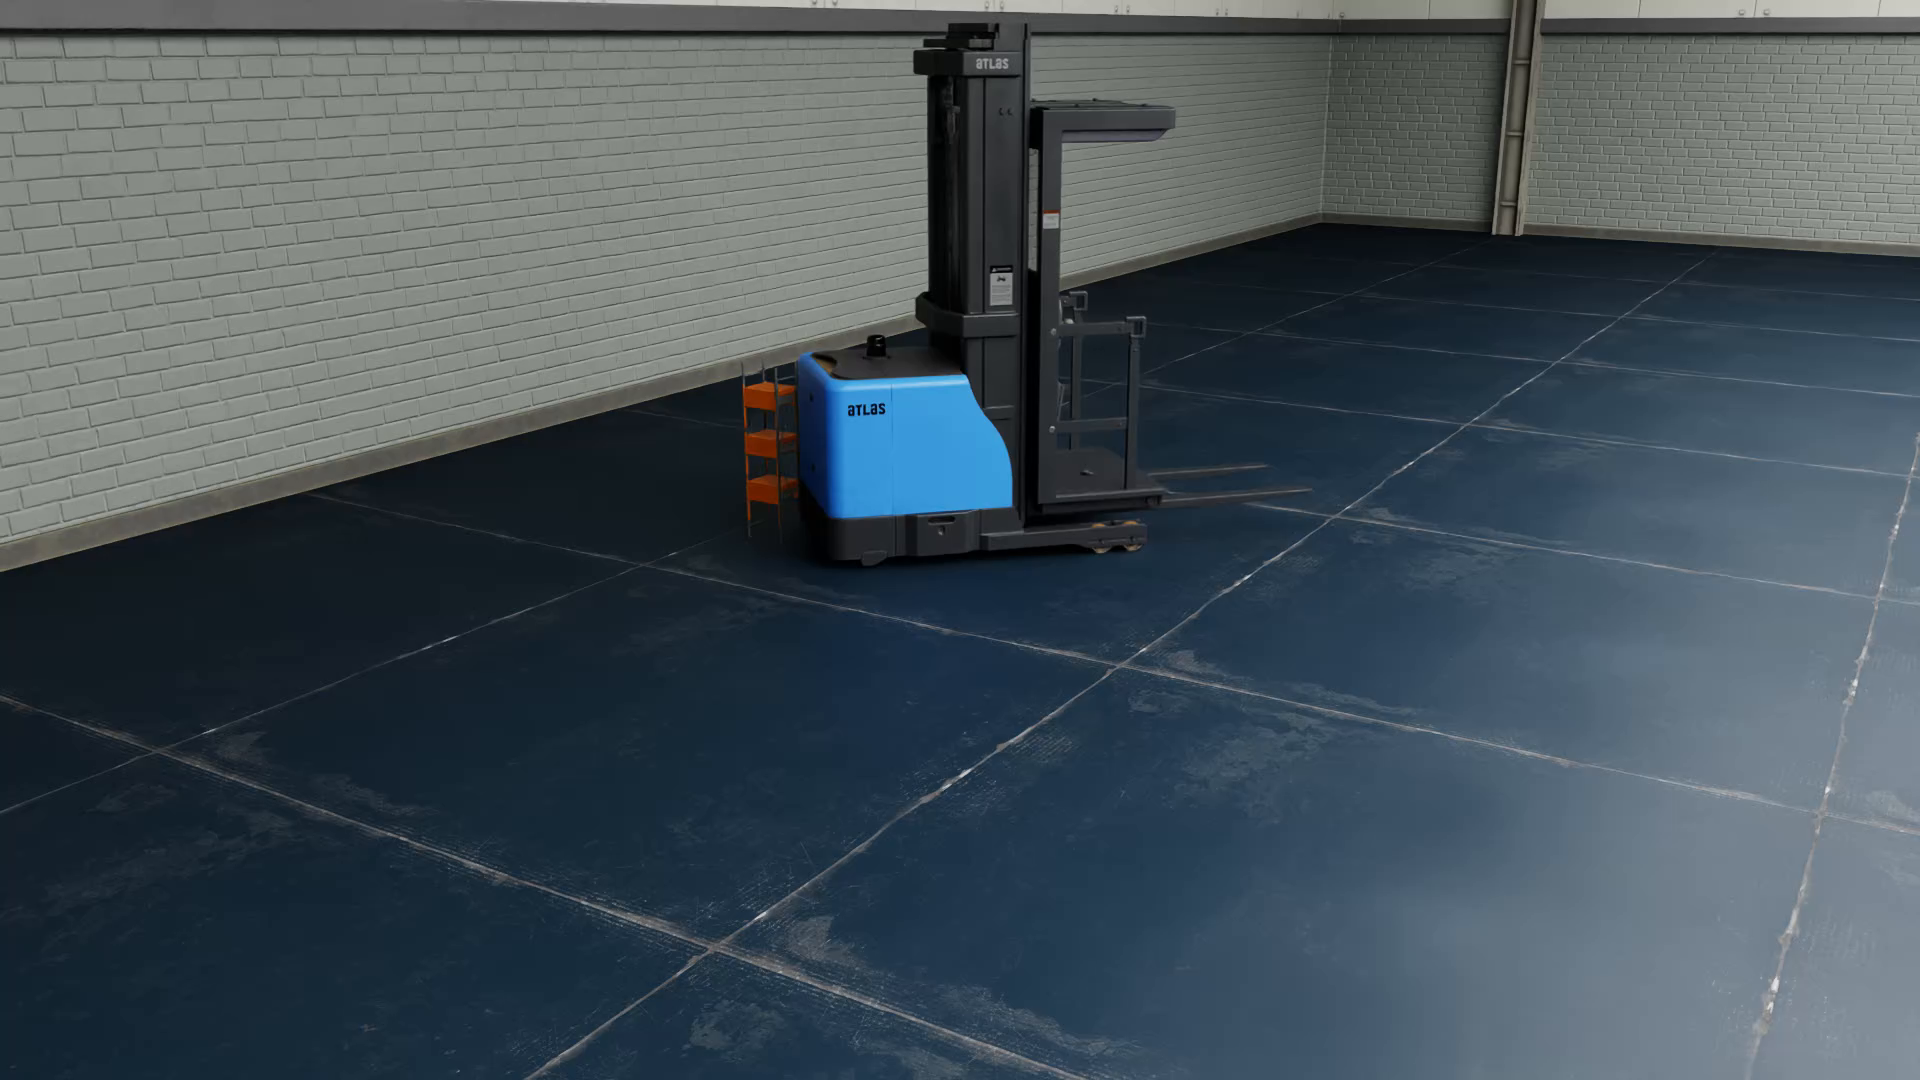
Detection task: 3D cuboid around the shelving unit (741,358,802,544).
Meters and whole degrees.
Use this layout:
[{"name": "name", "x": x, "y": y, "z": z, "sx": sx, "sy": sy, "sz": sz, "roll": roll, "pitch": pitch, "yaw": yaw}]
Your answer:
[{"name": "shelving unit", "x": -1.106, "y": -0.523, "z": 9.796, "sx": 0.252, "sy": 1.050, "sz": 0.215, "roll": 11, "pitch": 20, "yaw": 31}]

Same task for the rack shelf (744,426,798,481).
[{"name": "rack shelf", "x": -1.106, "y": -0.513, "z": 9.799, "sx": 0.240, "sy": 0.259, "sz": 0.215, "roll": 11, "pitch": 20, "yaw": 31}]

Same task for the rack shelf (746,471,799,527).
[{"name": "rack shelf", "x": -1.106, "y": -0.247, "z": 9.880, "sx": 0.240, "sy": 0.259, "sz": 0.215, "roll": 11, "pitch": 20, "yaw": 31}]

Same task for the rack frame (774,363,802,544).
[{"name": "rack frame", "x": -1.003, "y": -0.503, "z": 9.732, "sx": 0.008, "sy": 1.050, "sz": 0.200, "roll": 11, "pitch": 20, "yaw": 31}]

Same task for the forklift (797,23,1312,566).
[{"name": "forklift", "x": 0.598, "y": -1.473, "z": 9.687, "sx": 3.031, "sy": 2.935, "sz": 1.130, "roll": -5, "pitch": 17, "yaw": -14}]

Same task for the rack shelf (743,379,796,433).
[{"name": "rack shelf", "x": -1.106, "y": -0.784, "z": 9.716, "sx": 0.240, "sy": 0.259, "sz": 0.215, "roll": 11, "pitch": 20, "yaw": 31}]

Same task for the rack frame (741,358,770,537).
[{"name": "rack frame", "x": -1.208, "y": -0.542, "z": 9.859, "sx": 0.008, "sy": 1.050, "sz": 0.200, "roll": 11, "pitch": 20, "yaw": 31}]

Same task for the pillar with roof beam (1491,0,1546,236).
[{"name": "pillar with roof beam", "x": 5.993, "y": -7.848, "z": 20.234, "sx": 0.400, "sy": 9.000, "sz": 9.100, "roll": 10, "pitch": 20, "yaw": 30}]
